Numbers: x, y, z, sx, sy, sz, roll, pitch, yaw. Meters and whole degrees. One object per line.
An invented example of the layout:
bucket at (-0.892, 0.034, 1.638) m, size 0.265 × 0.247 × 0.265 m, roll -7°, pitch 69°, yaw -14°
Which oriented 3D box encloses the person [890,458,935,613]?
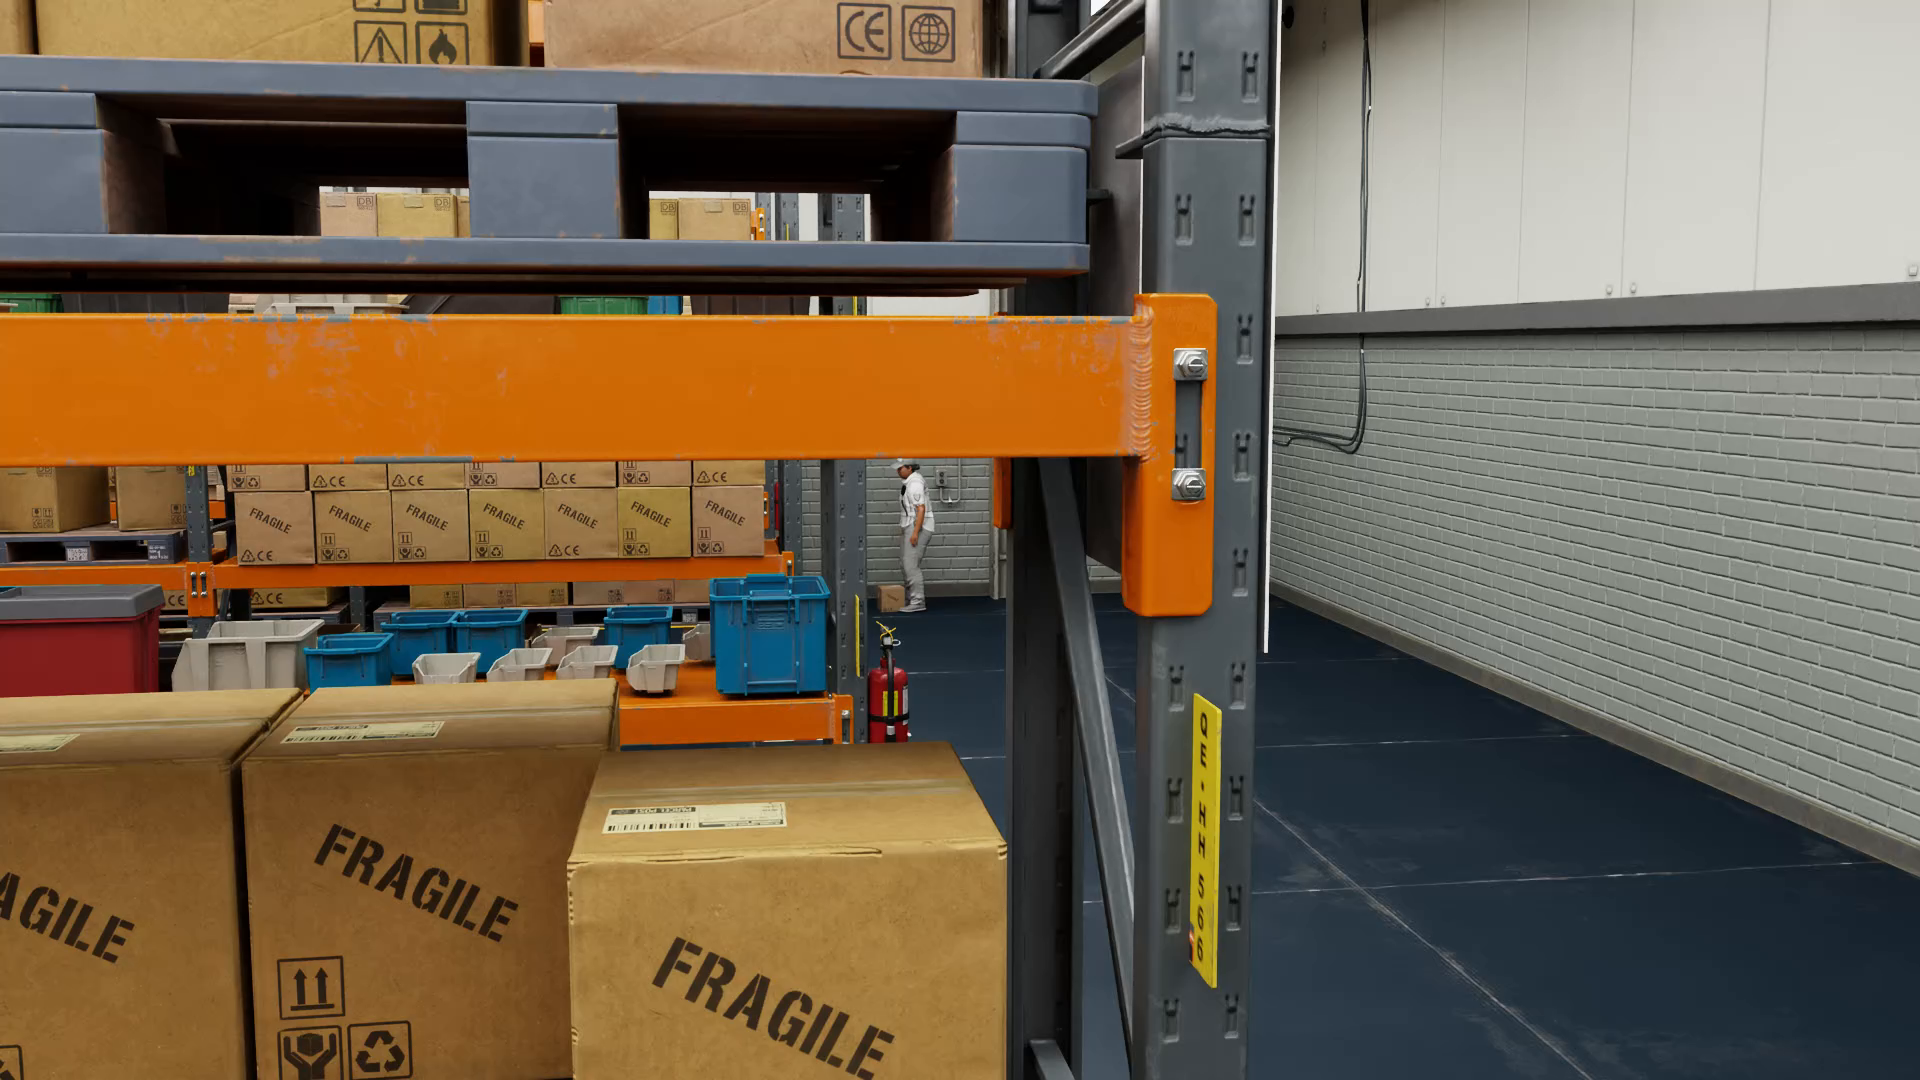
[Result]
person at (-0.516, -0.086, 17.561) m, size 0.468 × 1.665 × 0.558 m, roll -1°, pitch 7°, yaw -12°
